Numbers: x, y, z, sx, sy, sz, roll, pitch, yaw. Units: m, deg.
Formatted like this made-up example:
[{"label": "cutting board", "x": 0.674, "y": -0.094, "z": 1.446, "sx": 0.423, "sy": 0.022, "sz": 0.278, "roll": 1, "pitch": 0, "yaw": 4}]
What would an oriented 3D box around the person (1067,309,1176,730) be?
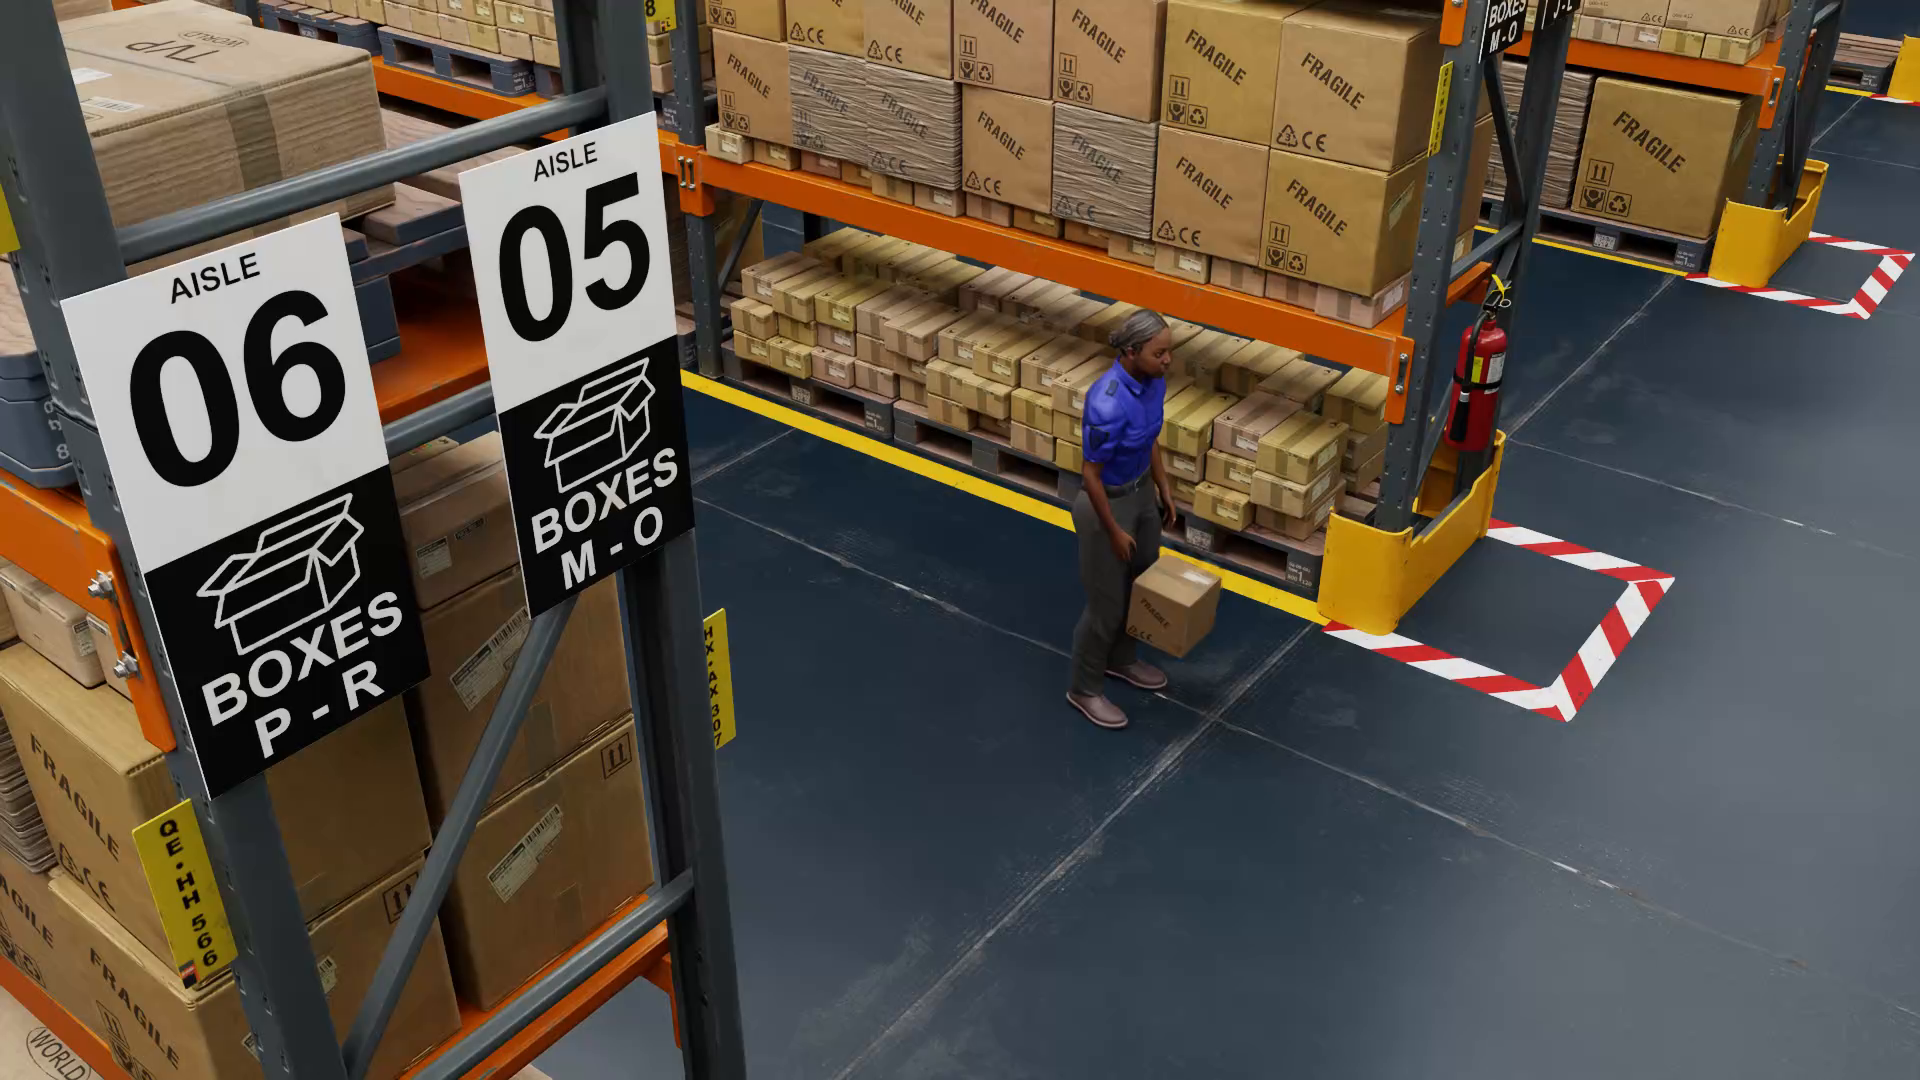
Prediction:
[{"label": "person", "x": 0.620, "y": -0.103, "z": 6.303, "sx": 0.345, "sy": 1.659, "sz": 0.494, "roll": 20, "pitch": 37, "yaw": 30}]
